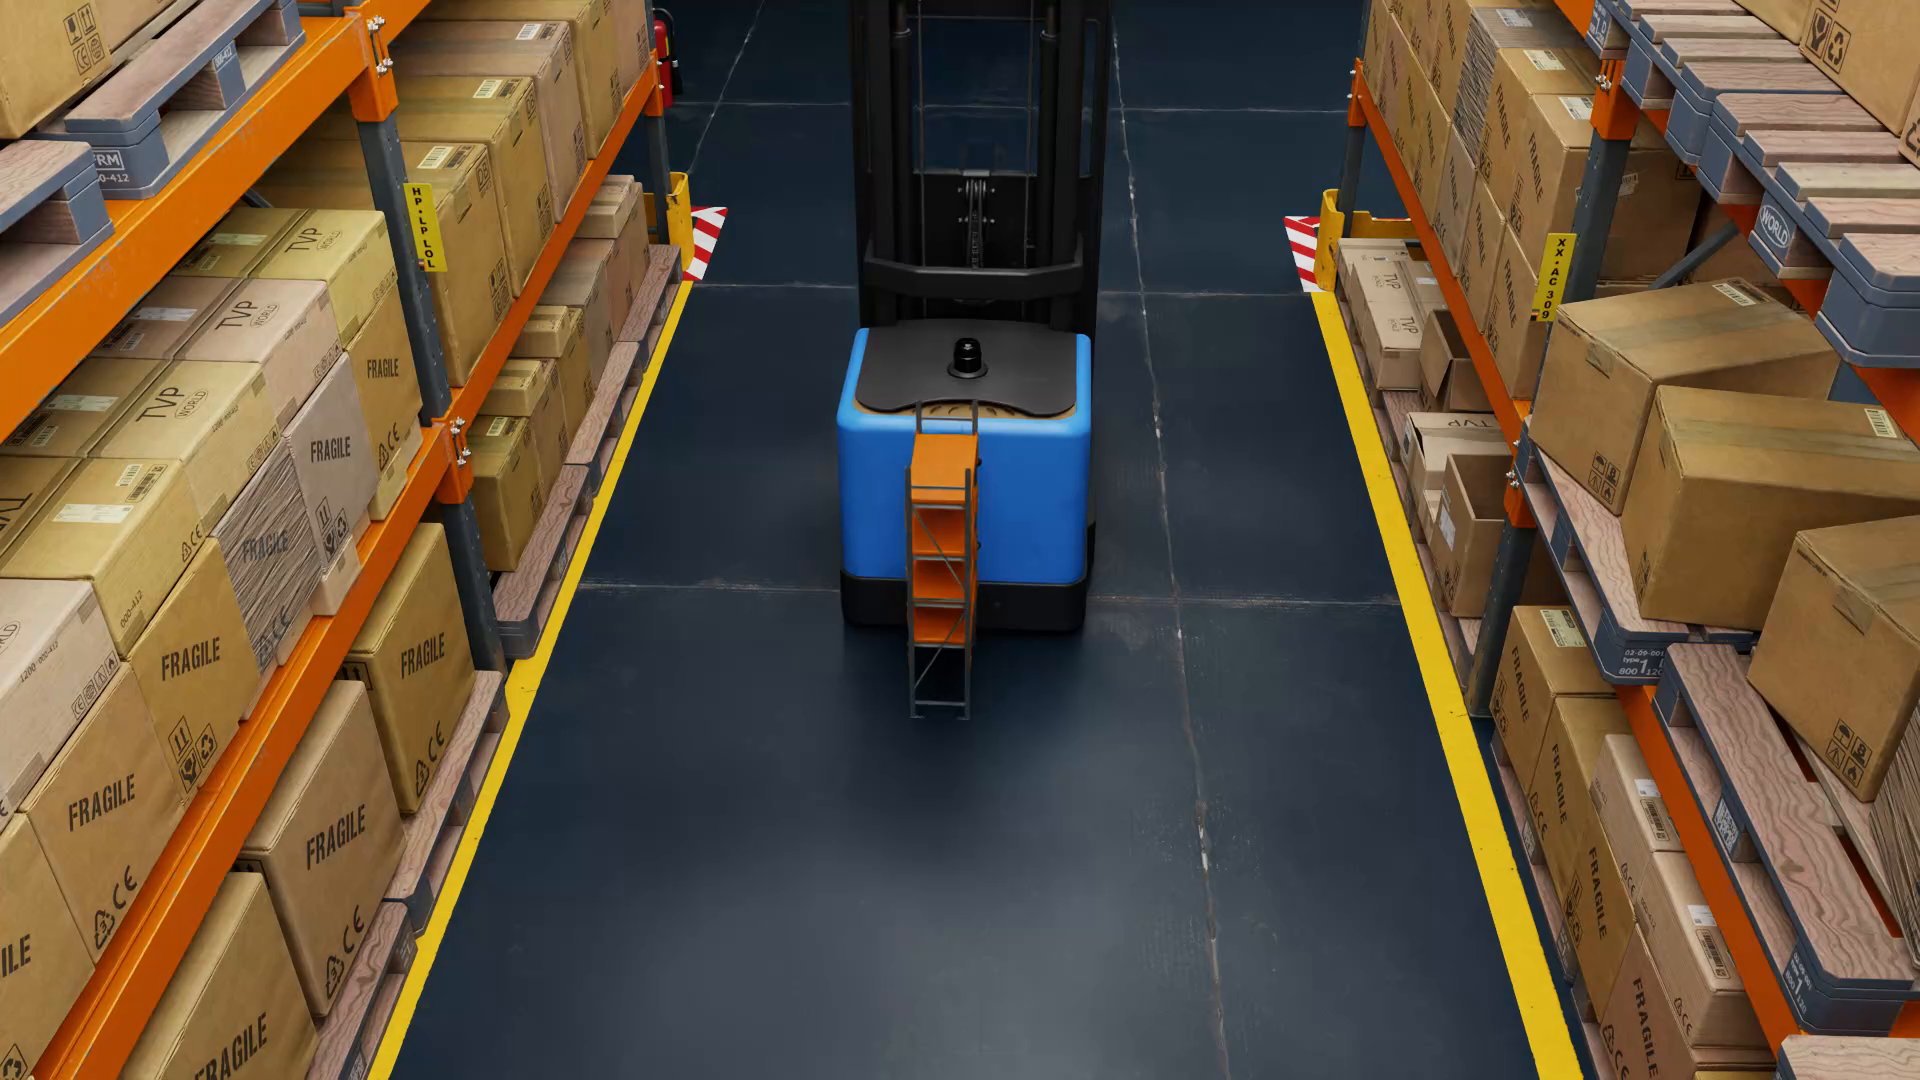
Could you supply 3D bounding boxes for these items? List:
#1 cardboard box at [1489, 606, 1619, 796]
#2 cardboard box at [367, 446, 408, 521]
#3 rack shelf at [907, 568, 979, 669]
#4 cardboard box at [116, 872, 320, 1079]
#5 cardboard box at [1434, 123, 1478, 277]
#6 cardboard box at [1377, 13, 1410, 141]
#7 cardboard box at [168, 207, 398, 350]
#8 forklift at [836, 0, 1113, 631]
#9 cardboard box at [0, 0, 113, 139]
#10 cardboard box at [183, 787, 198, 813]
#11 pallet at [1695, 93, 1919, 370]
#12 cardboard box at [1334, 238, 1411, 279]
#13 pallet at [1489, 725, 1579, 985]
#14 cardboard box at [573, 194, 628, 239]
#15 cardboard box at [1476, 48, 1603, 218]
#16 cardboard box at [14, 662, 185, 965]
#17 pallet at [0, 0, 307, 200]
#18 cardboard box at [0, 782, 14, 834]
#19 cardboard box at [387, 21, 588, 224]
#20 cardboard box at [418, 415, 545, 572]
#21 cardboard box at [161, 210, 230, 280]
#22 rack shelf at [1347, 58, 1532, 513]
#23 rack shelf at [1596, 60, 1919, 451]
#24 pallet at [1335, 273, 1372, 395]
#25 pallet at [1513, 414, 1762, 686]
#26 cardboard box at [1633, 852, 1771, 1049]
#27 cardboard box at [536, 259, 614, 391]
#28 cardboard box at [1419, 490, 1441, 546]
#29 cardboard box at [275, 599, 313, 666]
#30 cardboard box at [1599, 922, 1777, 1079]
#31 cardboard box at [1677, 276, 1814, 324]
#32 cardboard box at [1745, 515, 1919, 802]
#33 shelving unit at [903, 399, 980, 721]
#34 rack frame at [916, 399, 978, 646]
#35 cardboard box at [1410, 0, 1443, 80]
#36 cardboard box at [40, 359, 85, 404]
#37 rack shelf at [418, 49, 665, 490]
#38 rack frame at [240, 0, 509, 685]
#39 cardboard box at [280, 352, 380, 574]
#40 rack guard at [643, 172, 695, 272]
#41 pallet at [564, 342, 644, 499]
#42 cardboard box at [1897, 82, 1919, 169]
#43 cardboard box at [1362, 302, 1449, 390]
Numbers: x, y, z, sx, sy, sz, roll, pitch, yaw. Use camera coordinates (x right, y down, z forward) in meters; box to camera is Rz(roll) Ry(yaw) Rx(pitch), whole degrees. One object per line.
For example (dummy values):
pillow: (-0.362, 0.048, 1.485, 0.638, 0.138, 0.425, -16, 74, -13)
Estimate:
cardboard box: (2.299, 0.587, 6.098, 0.500, 0.500, 0.500, 0, 35, 0)
cardboard box: (-2.105, -0.199, 5.626, 0.380, 0.149, 0.250, 2, 35, 3)
rack shelf: (-0.066, 0.310, 6.728, 0.258, 0.148, 0.480, 2, 35, 3)
cardboard box: (-2.347, 1.443, 4.593, 0.750, 0.750, 0.750, 1, 35, 2)
cardboard box: (2.363, -1.454, 7.123, 0.500, 0.500, 0.500, 2, 35, 3)
cardboard box: (2.426, -2.322, 8.358, 0.500, 0.500, 0.500, 1, 35, 1)
cardboard box: (-2.151, -0.844, 5.327, 0.500, 0.250, 0.500, 2, 35, 3)
forklift: (0.098, -1.636, 7.528, 1.130, 2.935, 3.031, 2, 35, 3)
cardboard box: (-2.491, -1.264, 3.862, 0.700, 0.500, 0.500, 1, 35, 1)
cardboard box: (-2.253, 0.687, 4.365, 0.380, 0.149, 0.250, 2, 35, 2)
pallet: (2.427, -0.709, 3.706, 1.213, 0.211, 1.003, 1, 35, 2)
cardboard box: (2.362, -1.607, 9.525, 0.380, 0.149, 0.250, 1, 35, 2)
pallet: (2.567, 1.081, 6.028, 1.003, 0.211, 1.213, 1, 35, 2)
cardboard box: (-1.988, -1.724, 8.838, 0.380, 0.149, 0.250, 2, 35, 3)
cardboard box: (2.341, -1.569, 6.417, 0.500, 0.500, 0.500, 1, 35, 1)
cardboard box: (-2.222, 0.628, 3.885, 0.500, 0.500, 0.500, 1, 35, 2)
pallet: (-2.376, -1.261, 4.494, 0.805, 0.209, 1.217, 0, 35, 0)
cardboard box: (-2.252, 0.616, 3.249, 0.500, 0.250, 0.500, 1, 35, 1)
cardboard box: (-2.296, -1.912, 7.601, 0.980, 0.700, 0.700, 0, 35, 0)
cardboard box: (-2.256, -0.217, 7.258, 0.700, 0.500, 0.500, 2, 35, 2)
cardboard box: (-2.667, -0.860, 5.349, 0.500, 0.250, 0.500, 2, 35, 3)
rack shelf: (2.642, -1.383, 7.735, 1.077, 0.370, 4.000, 1, 35, 2)
rack shelf: (2.481, -0.312, 3.602, 1.077, 0.370, 4.000, 1, 35, 2)
pallet: (2.688, -1.184, 9.251, 1.003, 0.211, 1.213, 1, 35, 2)
pallet: (2.420, 0.007, 5.298, 1.003, 0.211, 1.213, 1, 35, 2)
cardboard box: (2.239, 1.143, 4.654, 0.500, 0.250, 0.500, 1, 35, 1)
cardboard box: (-2.195, -1.107, 8.525, 0.700, 0.500, 0.500, 0, 35, 0)
cardboard box: (2.256, -0.092, 7.370, 0.380, 0.149, 0.250, 1, 35, 2)
cardboard box: (-2.189, 0.240, 5.000, 0.380, 0.149, 0.250, 1, 35, 2)
cardboard box: (2.240, 1.471, 4.840, 0.500, 0.500, 0.500, 0, 35, 0)
cardboard box: (2.854, -0.856, 6.272, 0.500, 0.500, 0.500, 2, 35, 3)
cardboard box: (2.552, 0.276, 4.297, 0.700, 0.500, 0.500, -7, 36, -10)
shelving unit: (-0.066, 0.092, 6.575, 0.258, 1.200, 0.503, 2, 35, 3)
rack frame: (-0.051, -0.048, 6.774, 0.240, 1.200, 0.015, 2, 35, 3)
cardboard box: (2.403, -2.440, 7.656, 0.500, 0.500, 0.500, 2, 35, 3)
cardboard box: (-2.696, -0.271, 4.511, 0.500, 0.250, 0.500, 0, 35, 0)
rack shelf: (-2.308, -1.495, 7.894, 1.077, 0.370, 4.000, 1, 35, 2)
rack frame: (-2.388, -0.640, 6.052, 1.000, 3.000, 0.127, 1, 35, 2)
cardboard box: (-2.165, -0.247, 5.129, 0.500, 0.500, 0.500, 2, 35, 2)
rack guard: (-2.227, -1.930, 10.061, 1.175, 0.500, 0.348, 1, 35, 2)
pallet: (-2.233, -0.637, 8.473, 1.003, 0.211, 1.213, 1, 35, 2)
cardboard box: (2.417, -0.955, 3.352, 0.600, 0.600, 0.600, 0, 35, 0)
cardboard box: (2.377, -1.001, 8.574, 0.500, 0.250, 0.500, 1, 35, 2)
